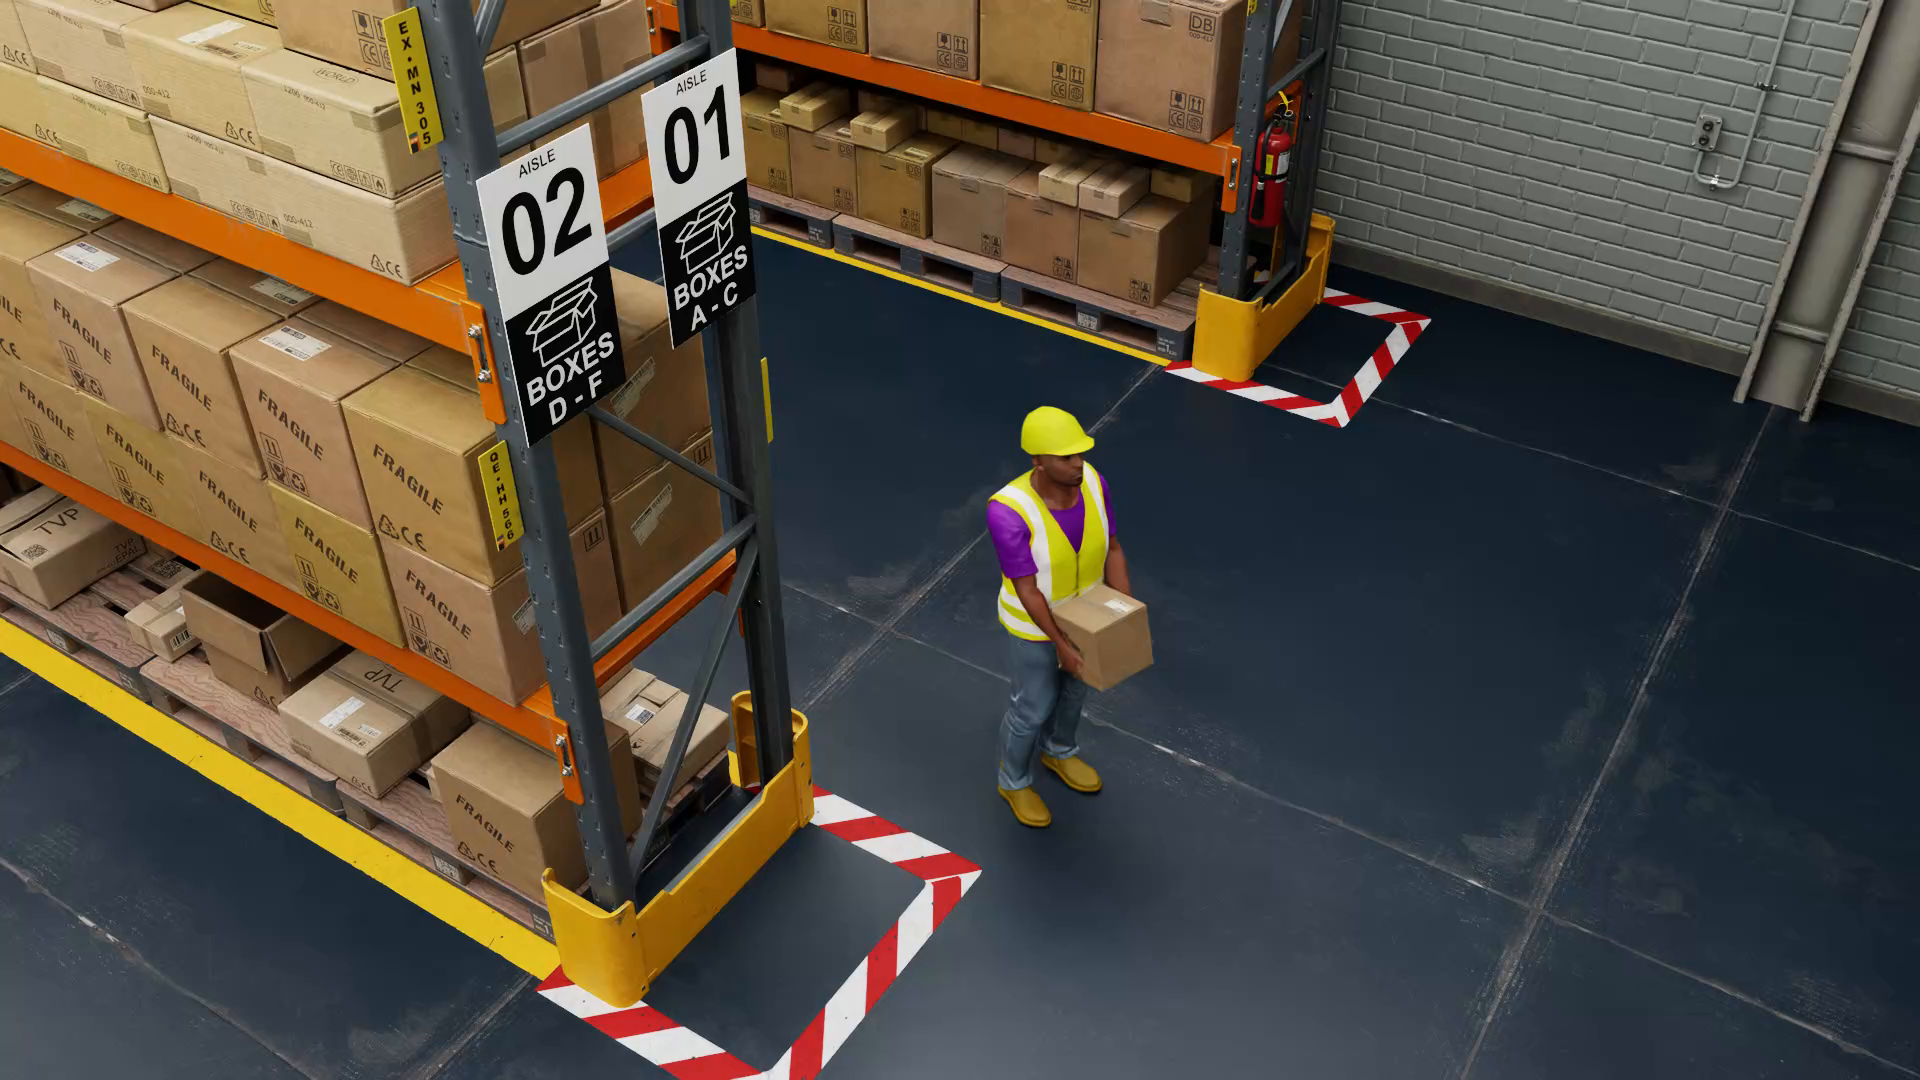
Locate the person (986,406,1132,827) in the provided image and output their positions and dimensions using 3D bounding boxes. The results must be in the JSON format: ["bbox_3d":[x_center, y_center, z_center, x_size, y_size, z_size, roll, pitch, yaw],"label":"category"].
[{"bbox_3d":[0.414,0.326,6.245,0.516,1.770,0.571,-25,45,-29],"label":"person"}]
